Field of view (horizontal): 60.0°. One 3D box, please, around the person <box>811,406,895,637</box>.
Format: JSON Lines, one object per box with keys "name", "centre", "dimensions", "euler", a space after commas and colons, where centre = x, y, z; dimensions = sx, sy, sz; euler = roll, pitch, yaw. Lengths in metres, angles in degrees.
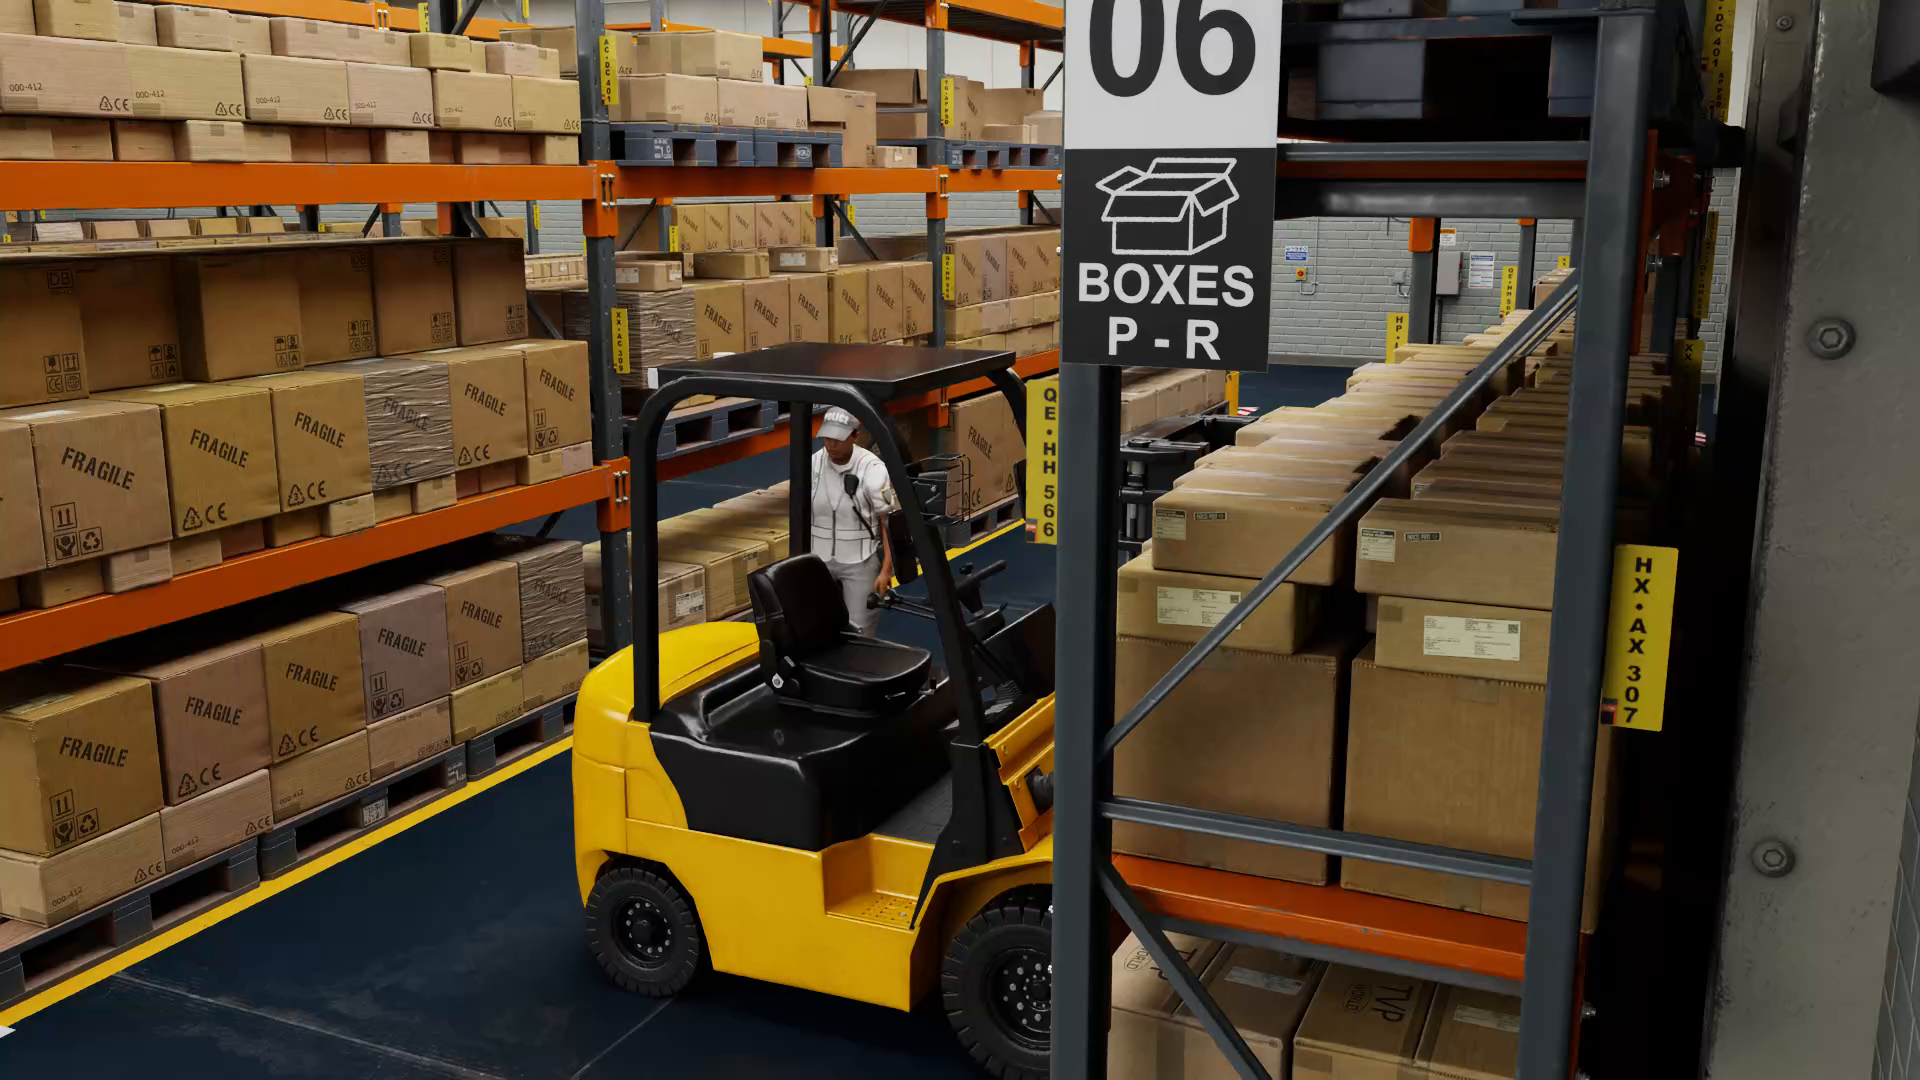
{"name": "person", "centre": [-0.593, 0.146, 8.307], "dimensions": [0.563, 1.667, 0.463], "euler": [5, 13, 21]}
